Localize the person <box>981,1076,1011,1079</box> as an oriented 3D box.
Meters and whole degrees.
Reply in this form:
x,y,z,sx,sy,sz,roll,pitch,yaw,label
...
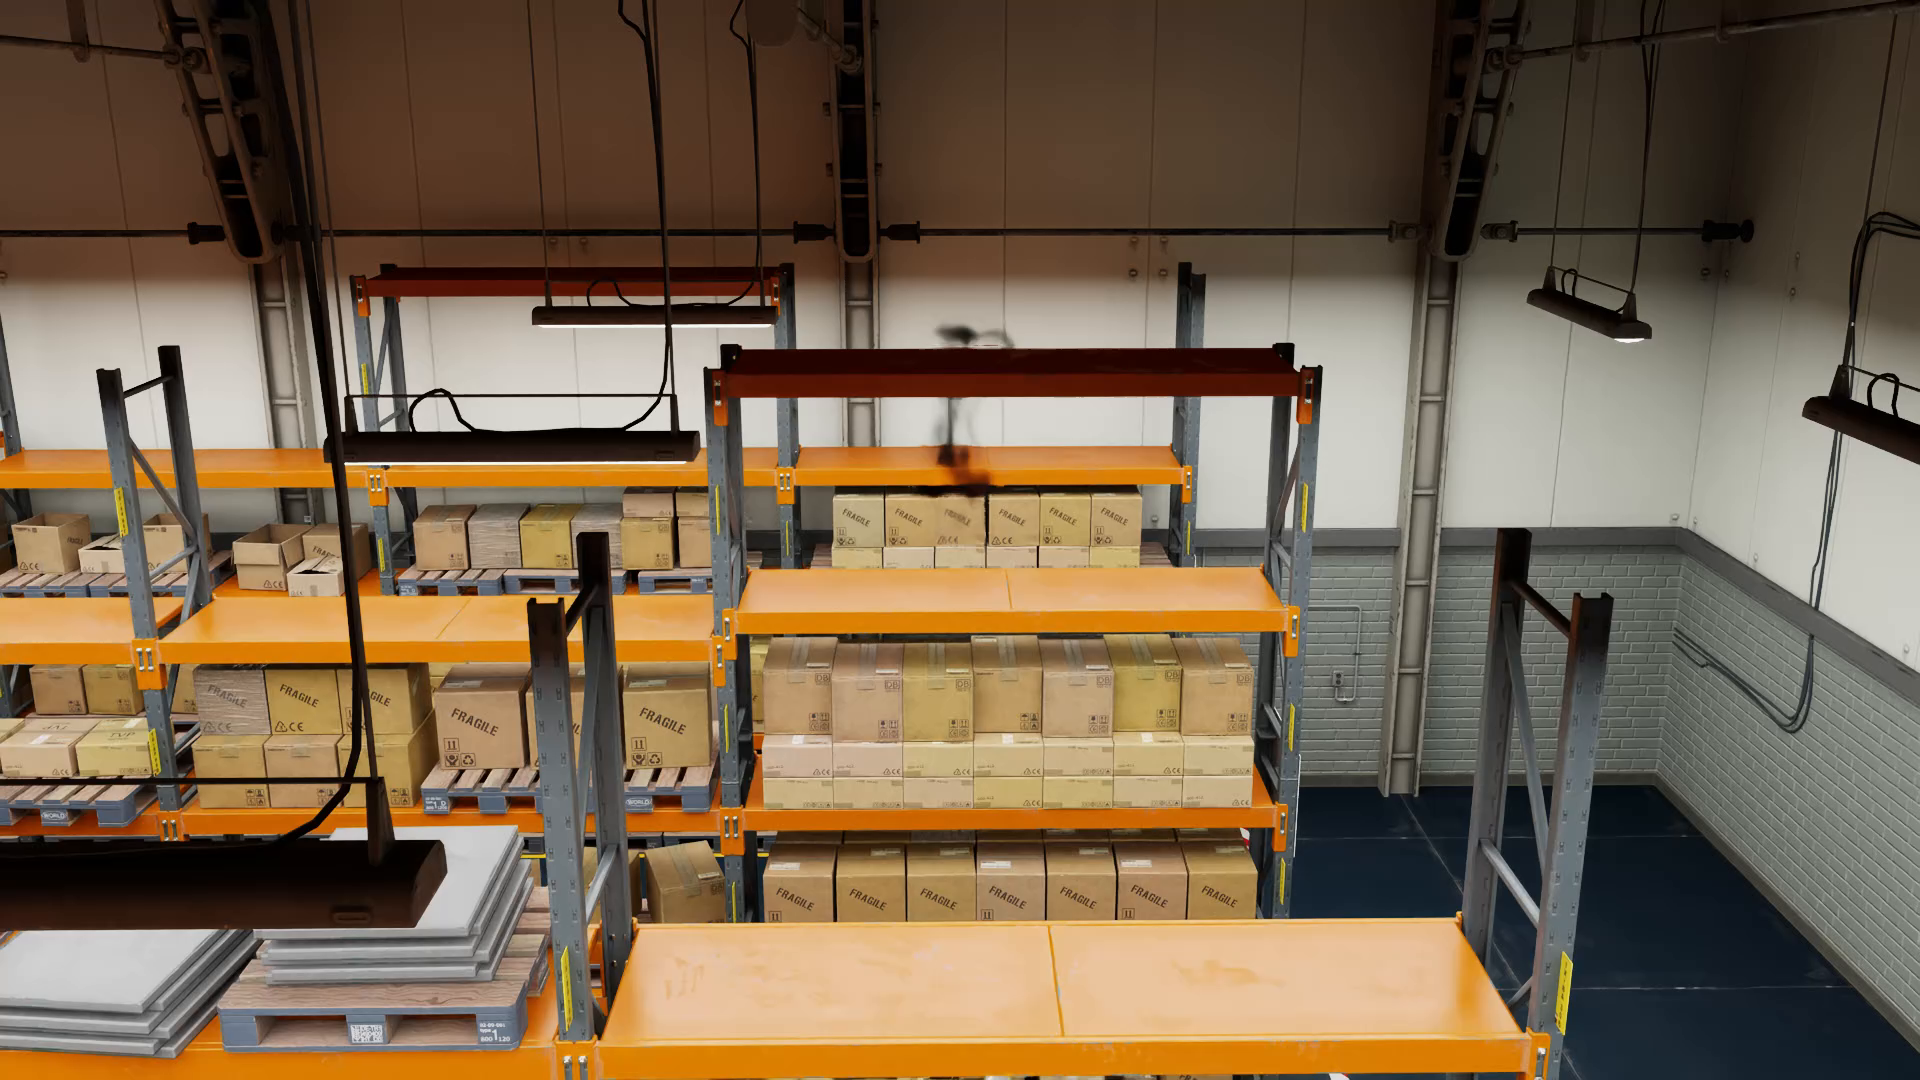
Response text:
x,y,z,sx,sy,sz,roll,pitch,yaw,label
0.258,4.251,11.042,0.597,1.625,0.603,-2,16,-8,person
